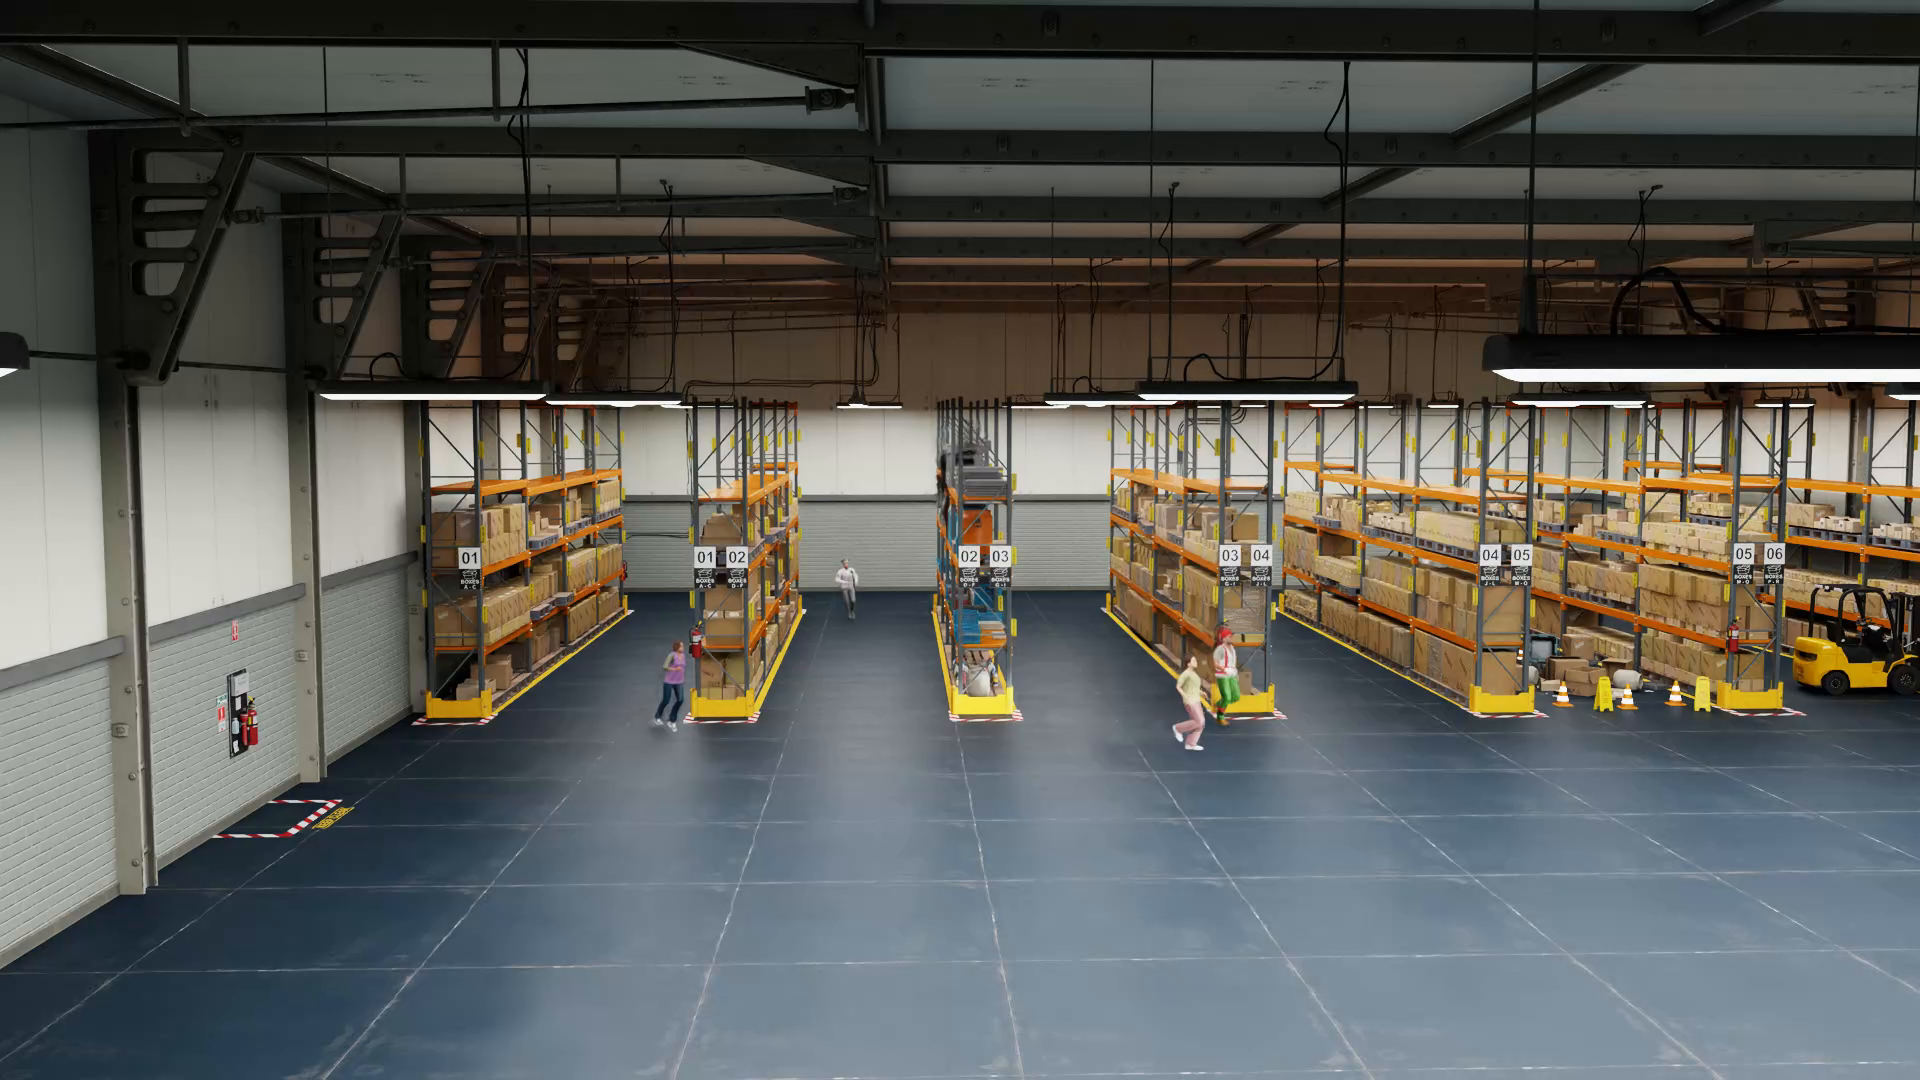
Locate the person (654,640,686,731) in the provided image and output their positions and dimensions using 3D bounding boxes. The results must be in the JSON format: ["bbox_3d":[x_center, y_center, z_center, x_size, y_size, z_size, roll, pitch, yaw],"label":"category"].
[{"bbox_3d":[-5.169,2.614,30.116,0.561,1.604,0.669,-4,6,-41],"label":"person"}]

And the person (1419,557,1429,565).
[{"bbox_3d":[13.814,1.114,49.313,0.813,1.707,0.645,1,4,9],"label":"person"}]

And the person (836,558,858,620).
[{"bbox_3d":[-3.109,1.356,45.839,0.643,1.709,0.592,-1,5,-14],"label":"person"}]

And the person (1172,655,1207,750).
[{"bbox_3d":[3.903,2.745,28.176,0.559,1.619,0.596,2,5,29],"label":"person"}]

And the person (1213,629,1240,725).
[{"bbox_3d":[4.894,2.506,30.488,0.705,1.745,0.633,-4,6,-44],"label":"person"}]
